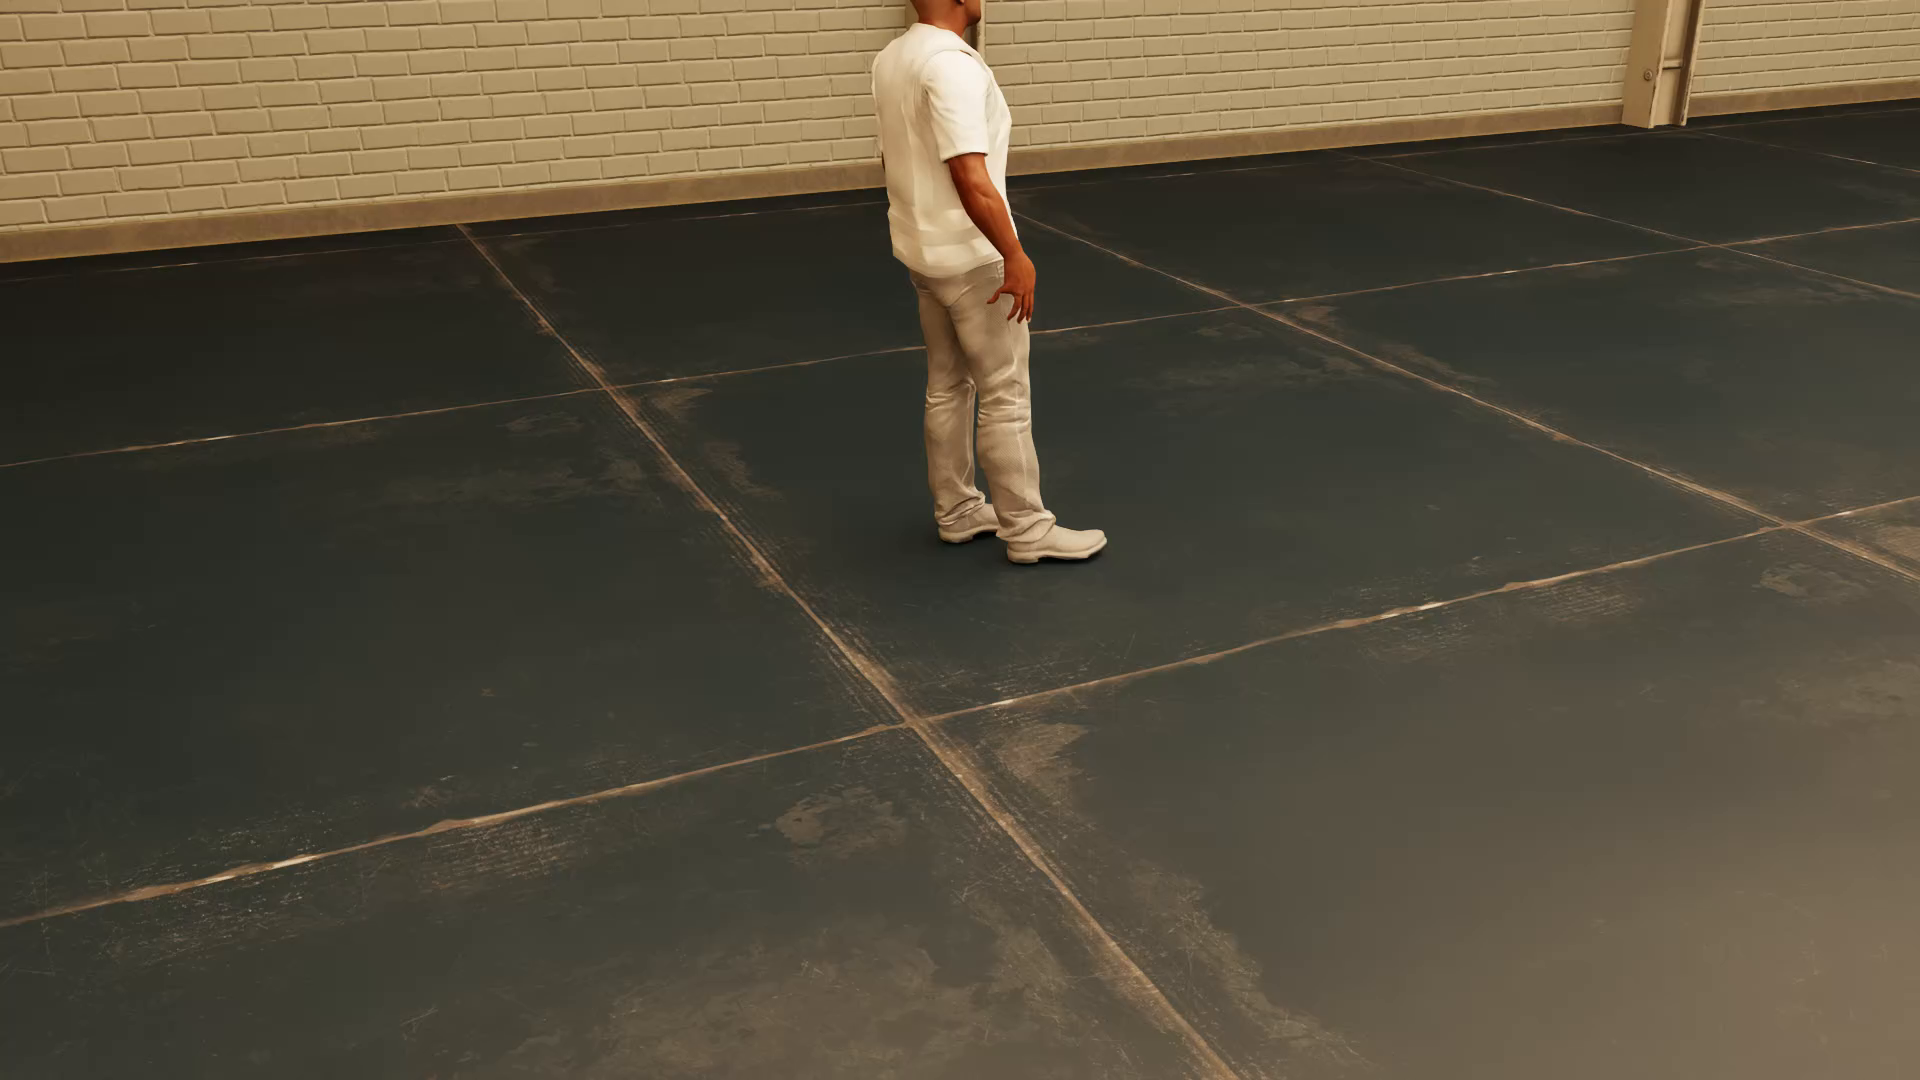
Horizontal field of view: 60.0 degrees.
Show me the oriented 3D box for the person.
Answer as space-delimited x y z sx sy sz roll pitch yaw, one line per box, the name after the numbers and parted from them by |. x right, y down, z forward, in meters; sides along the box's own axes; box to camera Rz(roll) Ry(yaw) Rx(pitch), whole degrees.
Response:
0.065 -0.831 4.787 0.577 1.765 0.665 -10 25 -23 | person
